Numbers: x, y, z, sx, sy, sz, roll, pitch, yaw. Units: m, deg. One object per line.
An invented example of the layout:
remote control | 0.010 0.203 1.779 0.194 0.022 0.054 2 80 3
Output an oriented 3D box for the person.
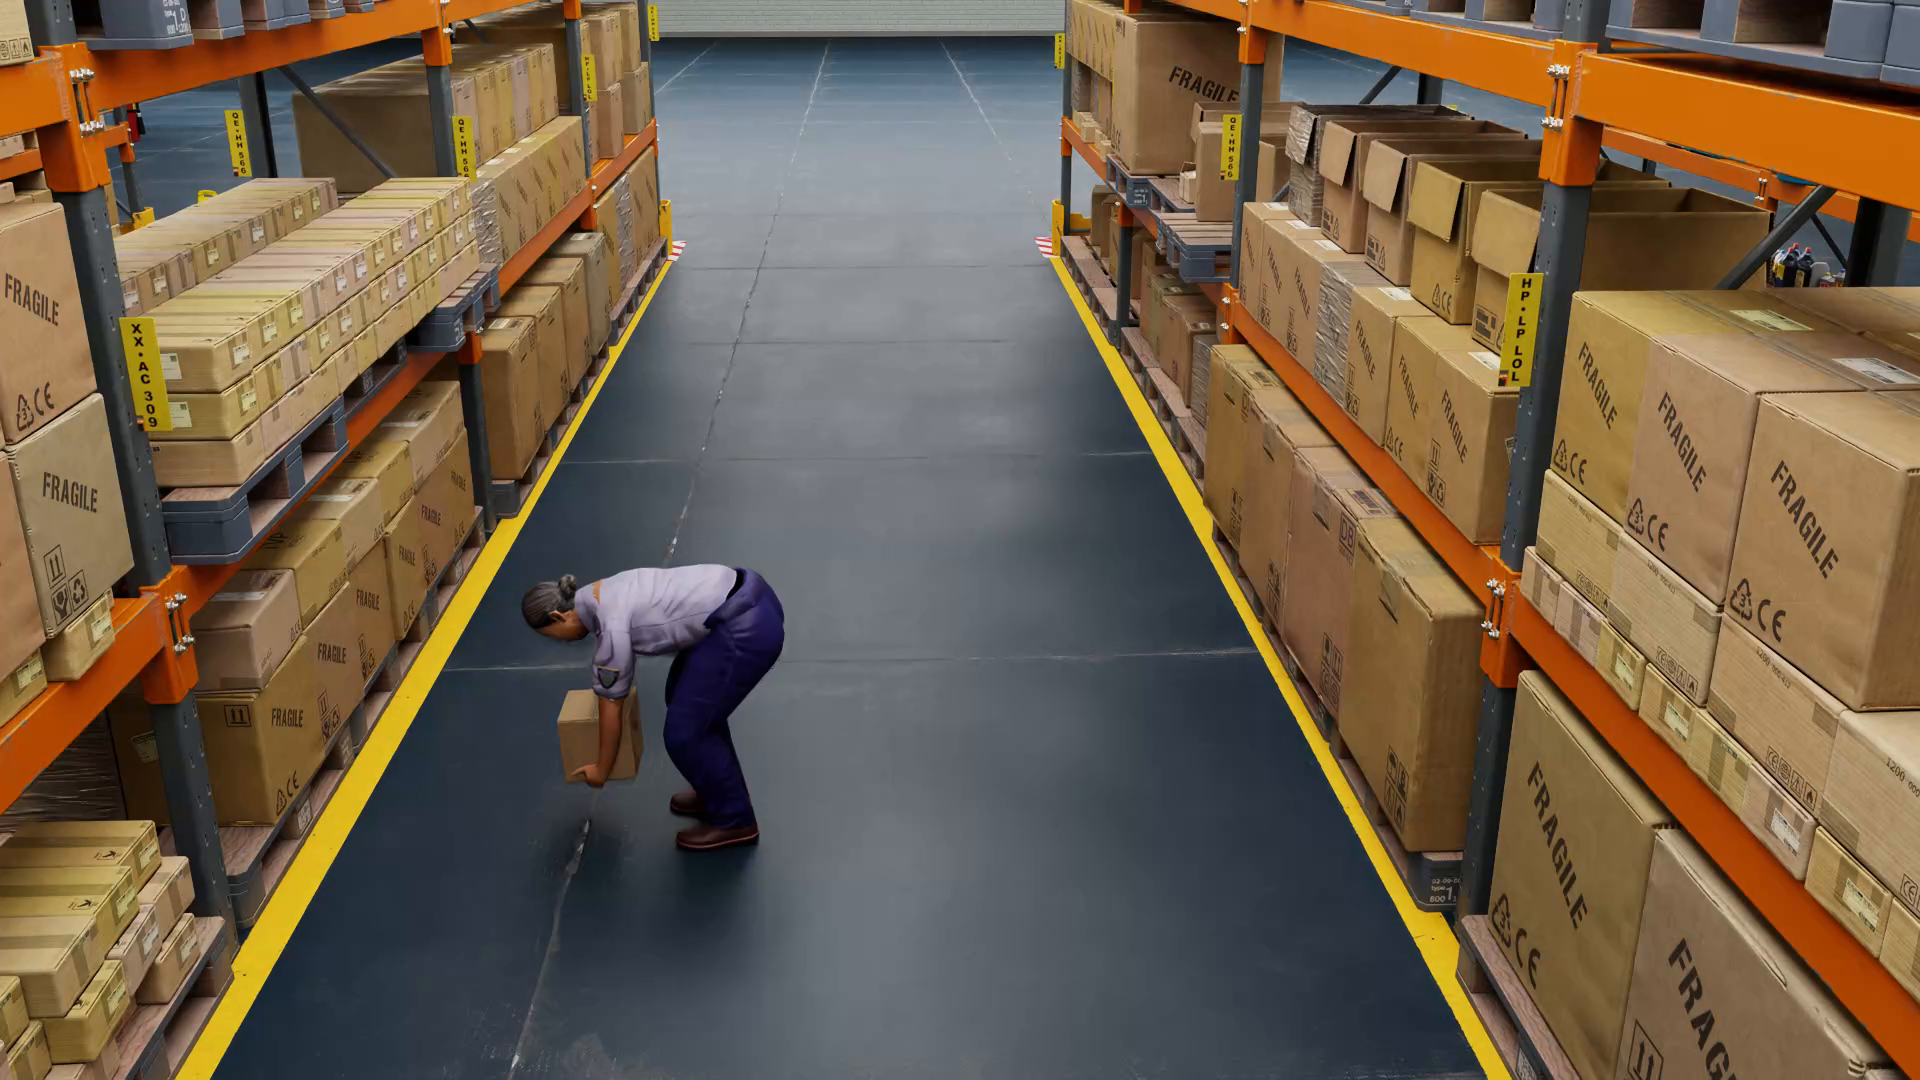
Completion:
person | -1.074 0.587 5.958 0.910 1.001 0.475 -2 21 -5
